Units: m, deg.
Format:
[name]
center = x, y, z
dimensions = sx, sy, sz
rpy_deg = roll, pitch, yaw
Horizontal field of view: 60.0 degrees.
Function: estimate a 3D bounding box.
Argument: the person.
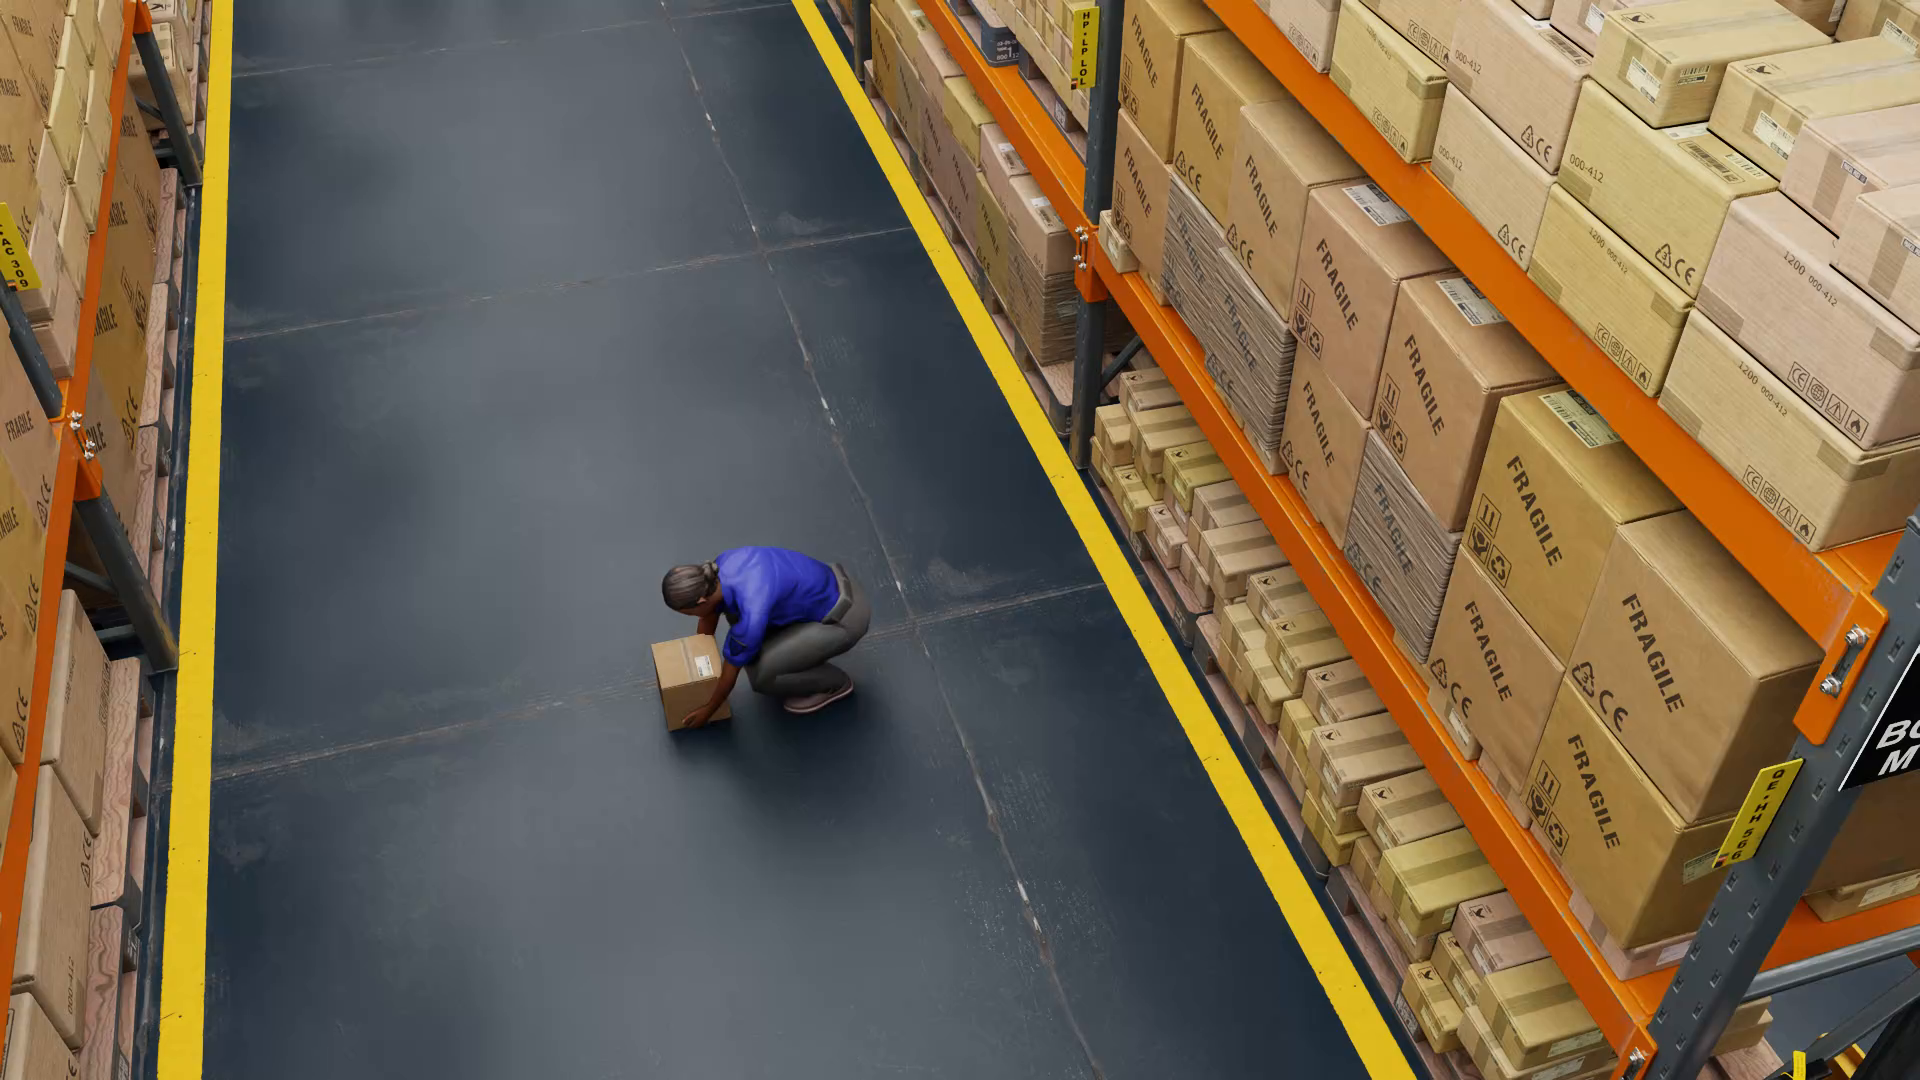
[person]
center = -0.745, 0.317, 6.483
dimensions = 0.807, 0.813, 0.471
rpy_deg = -12, 44, -13
